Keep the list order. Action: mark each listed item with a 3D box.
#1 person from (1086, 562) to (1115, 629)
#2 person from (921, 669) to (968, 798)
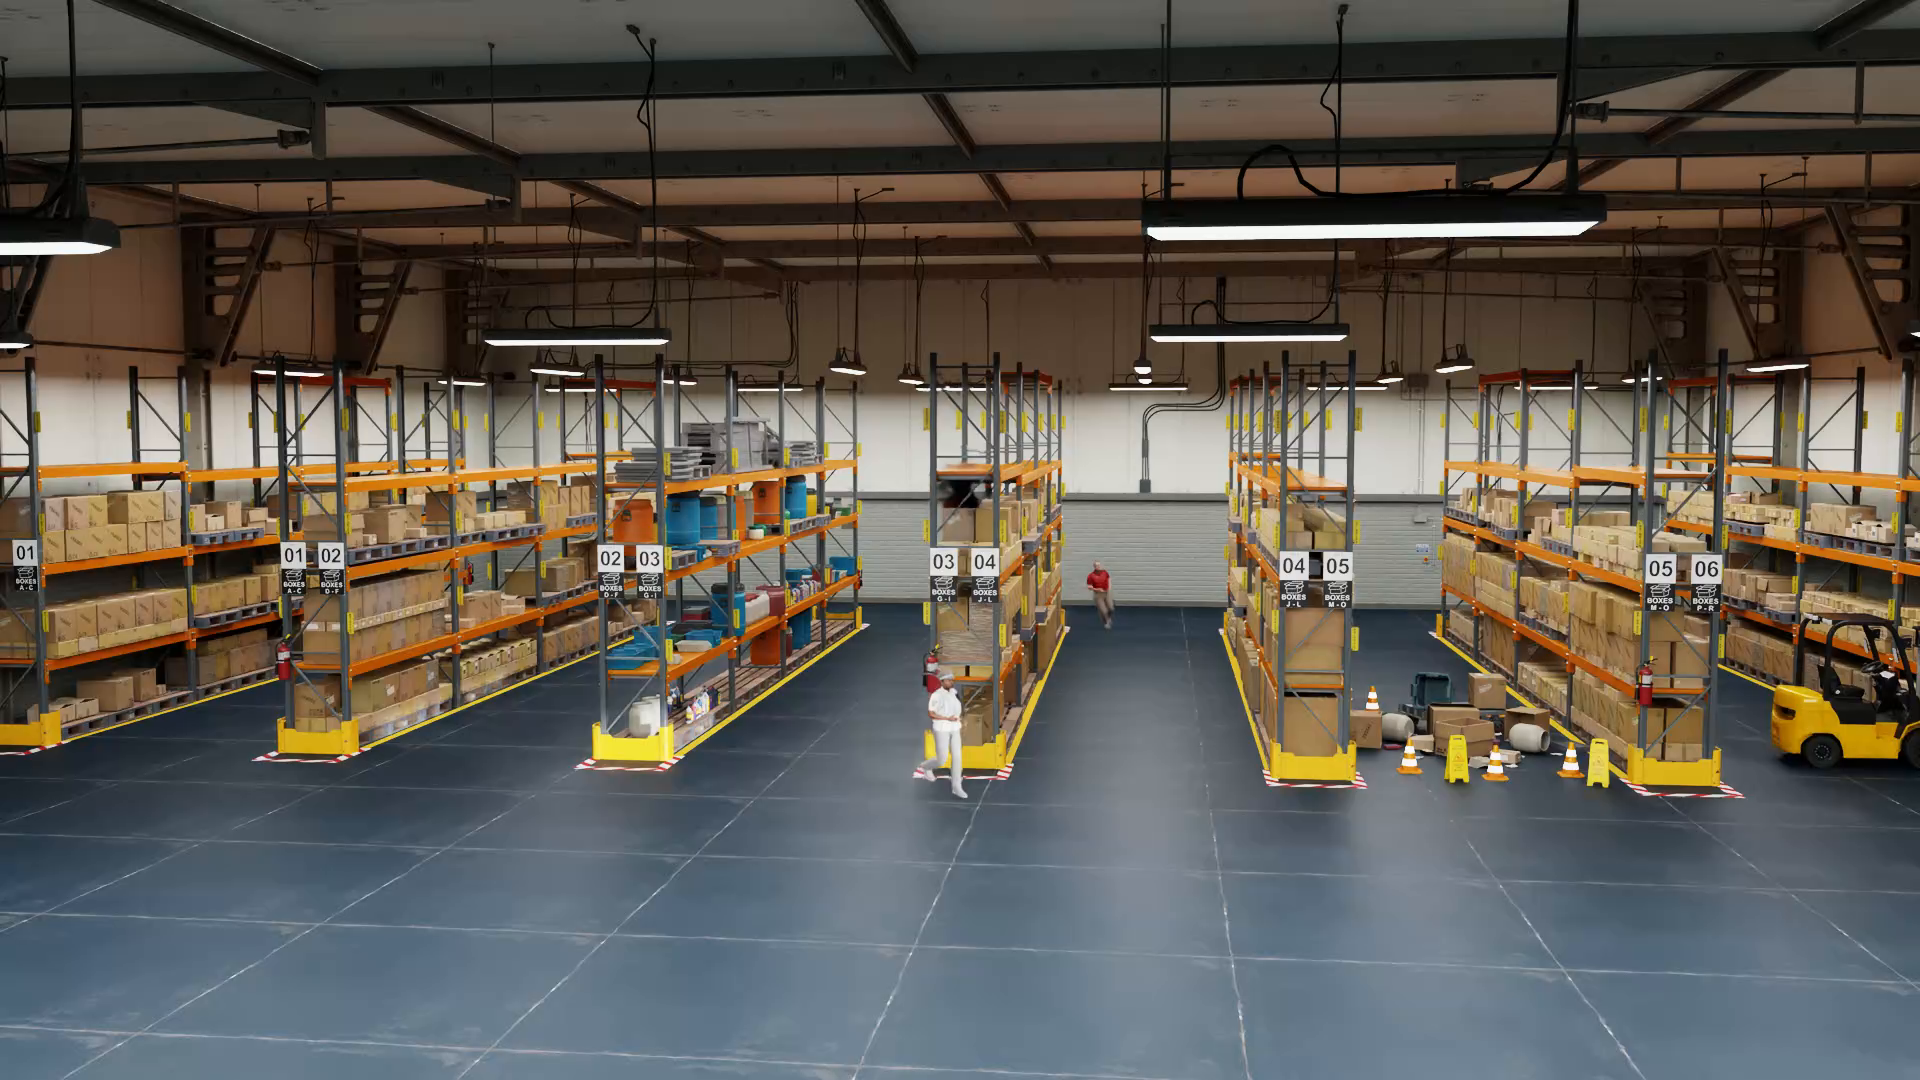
[{"bbox_3d":[3.415,1.337,40.201,0.739,1.638,0.557,-1,4,-16],"label":"person"},{"bbox_3d":[-0.189,2.565,22.294,0.592,1.691,0.833,-3,5,-39],"label":"person"}]
